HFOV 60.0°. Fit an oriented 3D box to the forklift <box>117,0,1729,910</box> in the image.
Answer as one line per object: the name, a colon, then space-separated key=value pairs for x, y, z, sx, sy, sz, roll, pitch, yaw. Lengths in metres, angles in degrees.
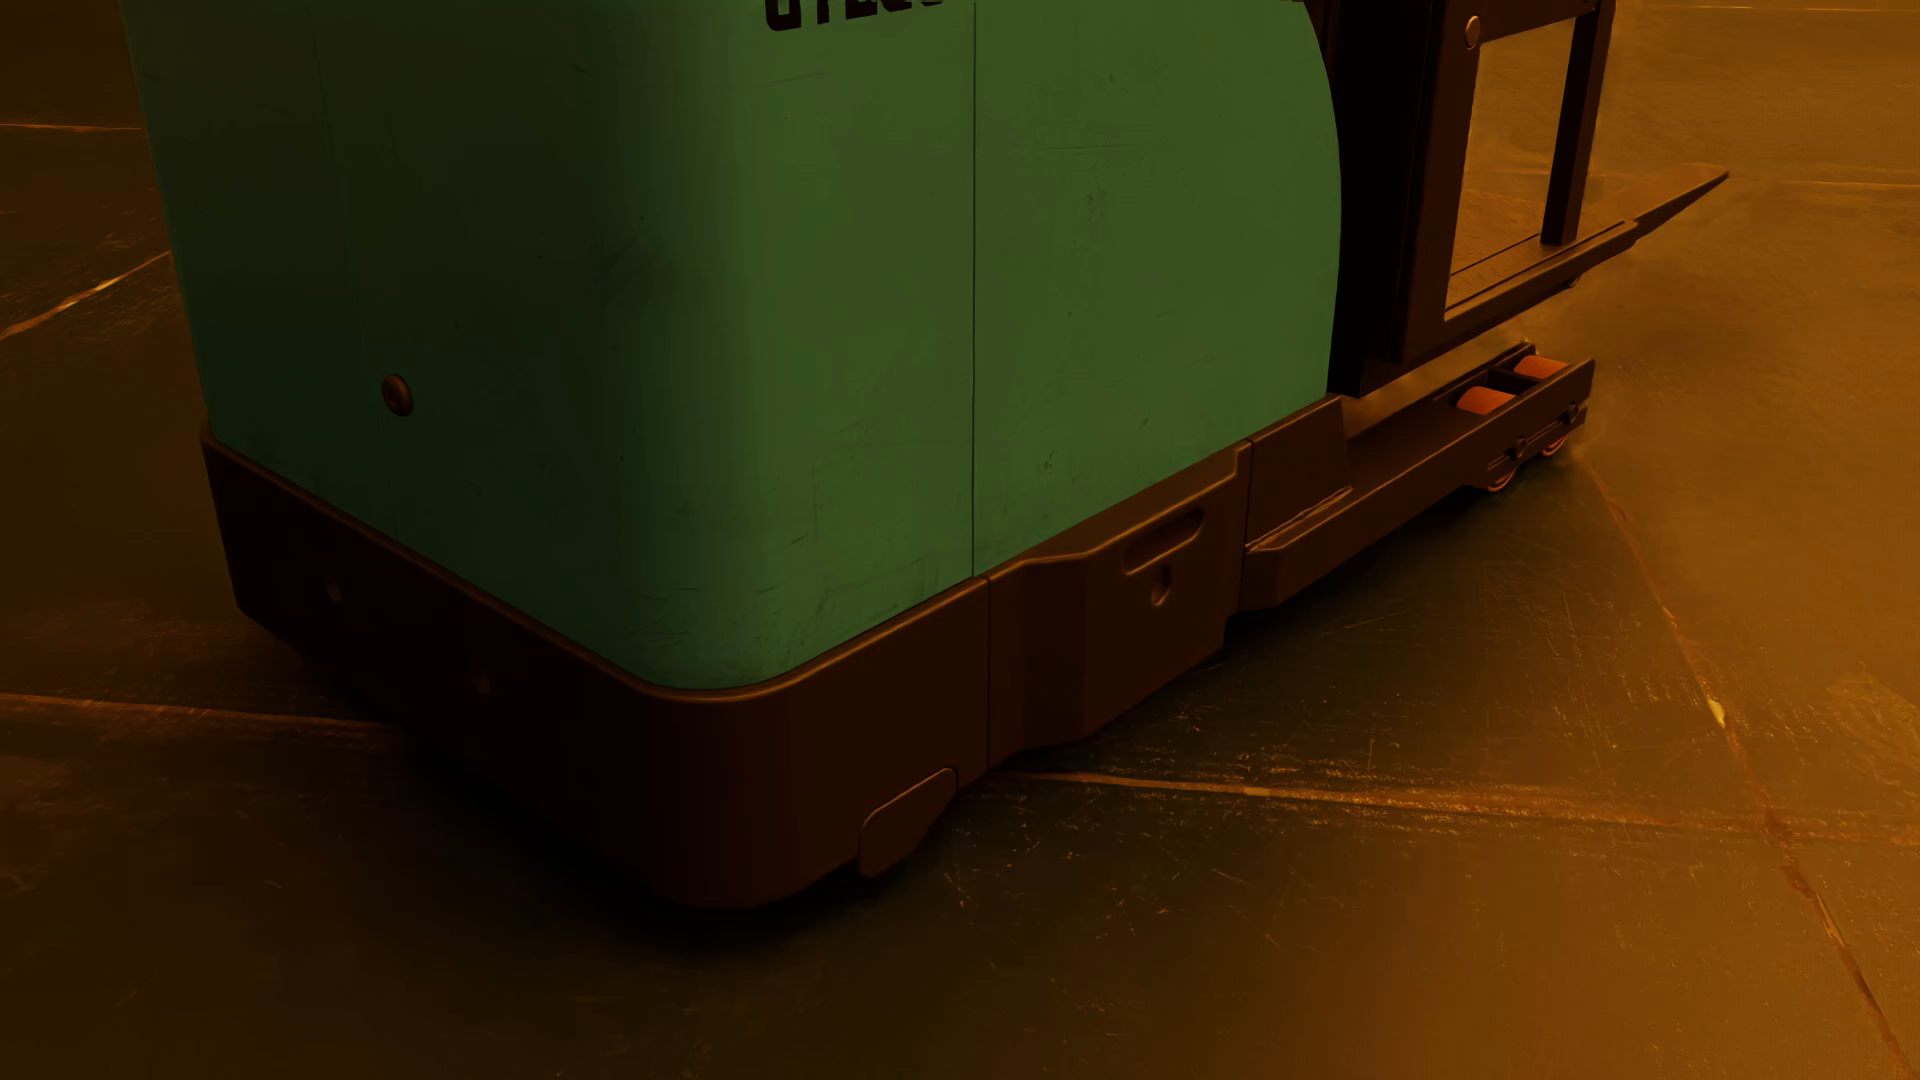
forklift: x=0.407 y=-1.524 z=2.272 sx=1.130 sy=2.935 sz=3.031 roll=22 pitch=34 yaw=37
